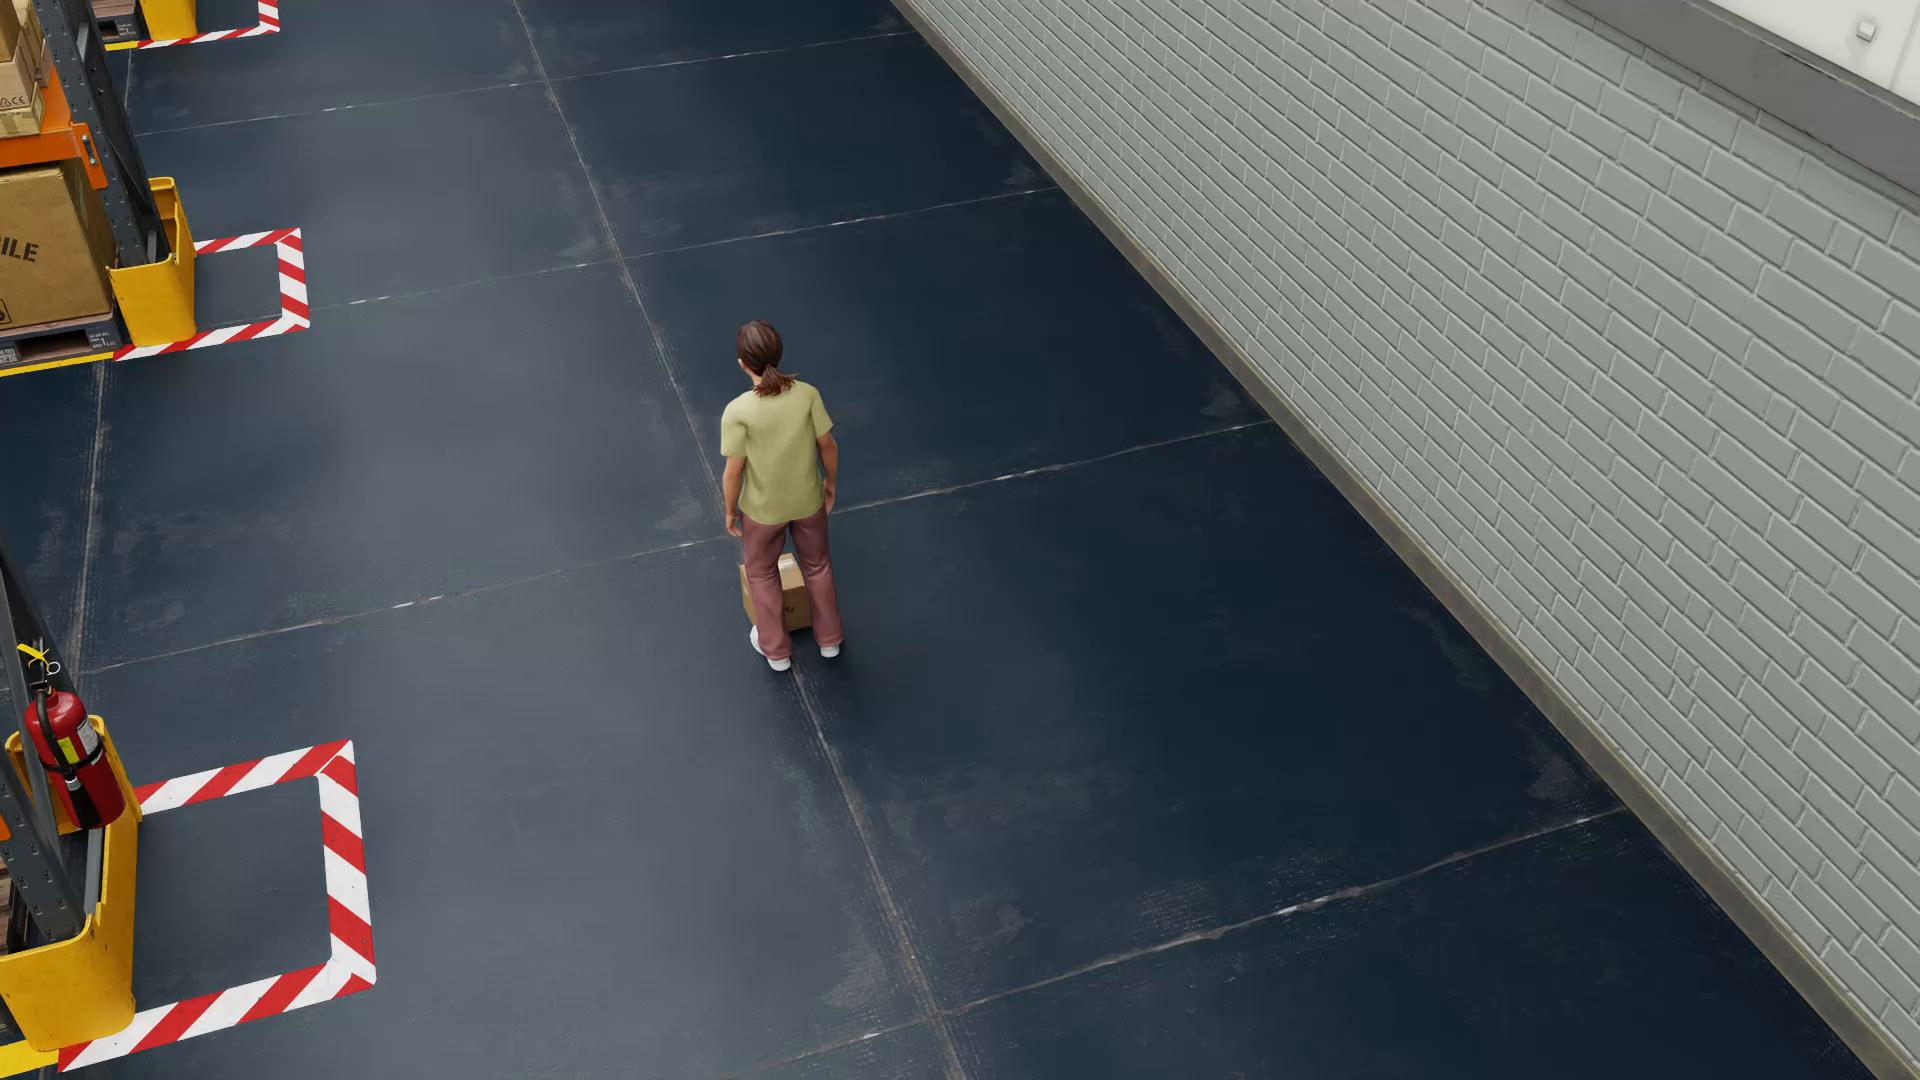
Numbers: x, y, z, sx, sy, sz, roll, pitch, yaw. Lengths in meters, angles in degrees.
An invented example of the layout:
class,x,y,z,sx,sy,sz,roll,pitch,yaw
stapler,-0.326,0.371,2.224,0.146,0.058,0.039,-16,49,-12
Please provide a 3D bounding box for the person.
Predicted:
class,x,y,z,sx,sy,sz,roll,pitch,yaw
person,-0.752,-0.164,6.996,0.515,1.671,0.361,-15,40,-18
